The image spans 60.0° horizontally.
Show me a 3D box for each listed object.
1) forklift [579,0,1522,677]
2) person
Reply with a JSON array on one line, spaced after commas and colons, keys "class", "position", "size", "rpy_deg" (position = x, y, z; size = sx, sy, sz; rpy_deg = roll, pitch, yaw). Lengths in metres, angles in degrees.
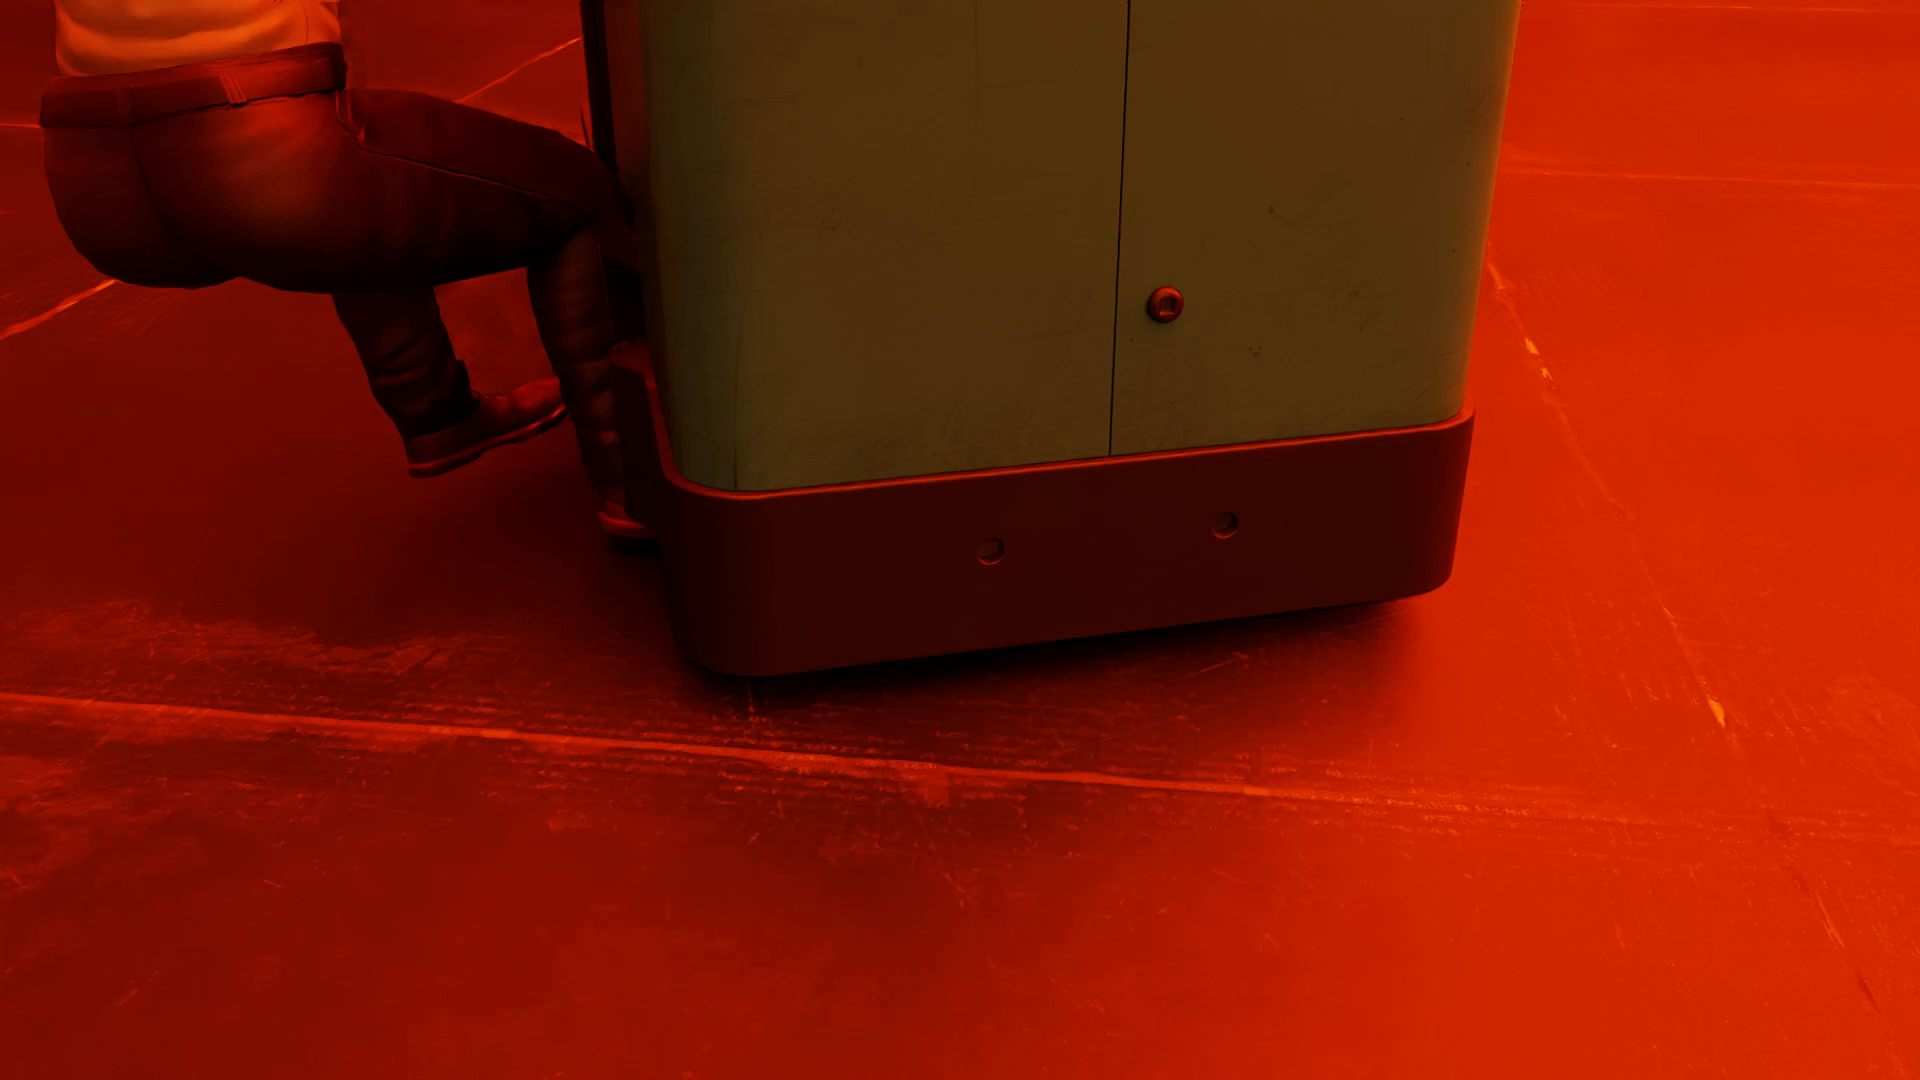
[{"class": "forklift", "position": [-0.177, -1.783, 2.792], "size": [1.130, 2.935, 3.031], "rpy_deg": [-6, 27, -12]}, {"class": "person", "position": [-0.995, -0.591, 2.257], "size": [1.330, 1.332, 0.684], "rpy_deg": [6, 27, 12]}]
